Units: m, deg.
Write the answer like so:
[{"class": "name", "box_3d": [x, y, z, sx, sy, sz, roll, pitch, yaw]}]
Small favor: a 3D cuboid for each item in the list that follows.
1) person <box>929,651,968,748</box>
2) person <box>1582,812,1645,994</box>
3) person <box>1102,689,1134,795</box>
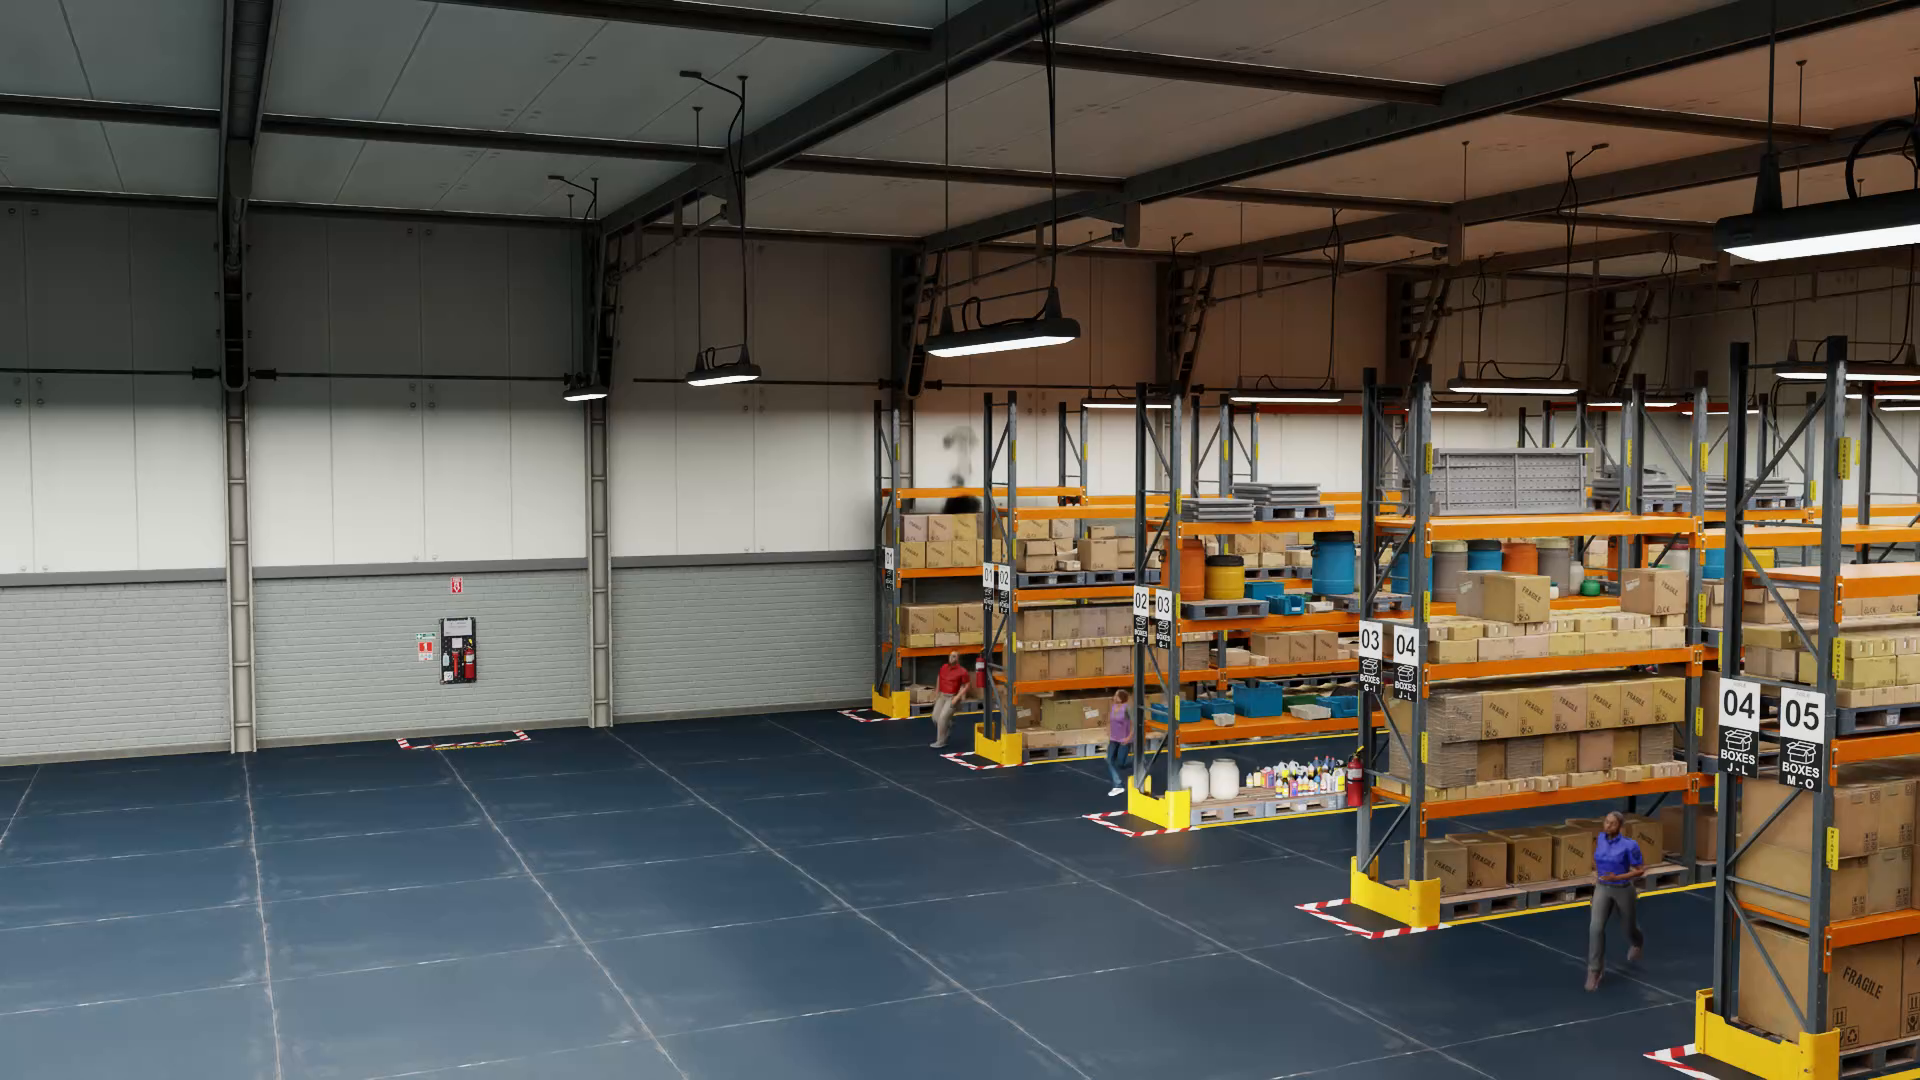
[{"class": "person", "box_3d": [-0.197, 2.703, 28.168, 0.699, 1.645, 0.548, 2, 4, 33]}, {"class": "person", "box_3d": [6.295, 3.434, 15.923, 0.536, 1.684, 1.078, 3, 4, 42]}, {"class": "person", "box_3d": [2.361, 2.971, 24.545, 0.541, 1.559, 0.581, -3, 5, -44]}]
